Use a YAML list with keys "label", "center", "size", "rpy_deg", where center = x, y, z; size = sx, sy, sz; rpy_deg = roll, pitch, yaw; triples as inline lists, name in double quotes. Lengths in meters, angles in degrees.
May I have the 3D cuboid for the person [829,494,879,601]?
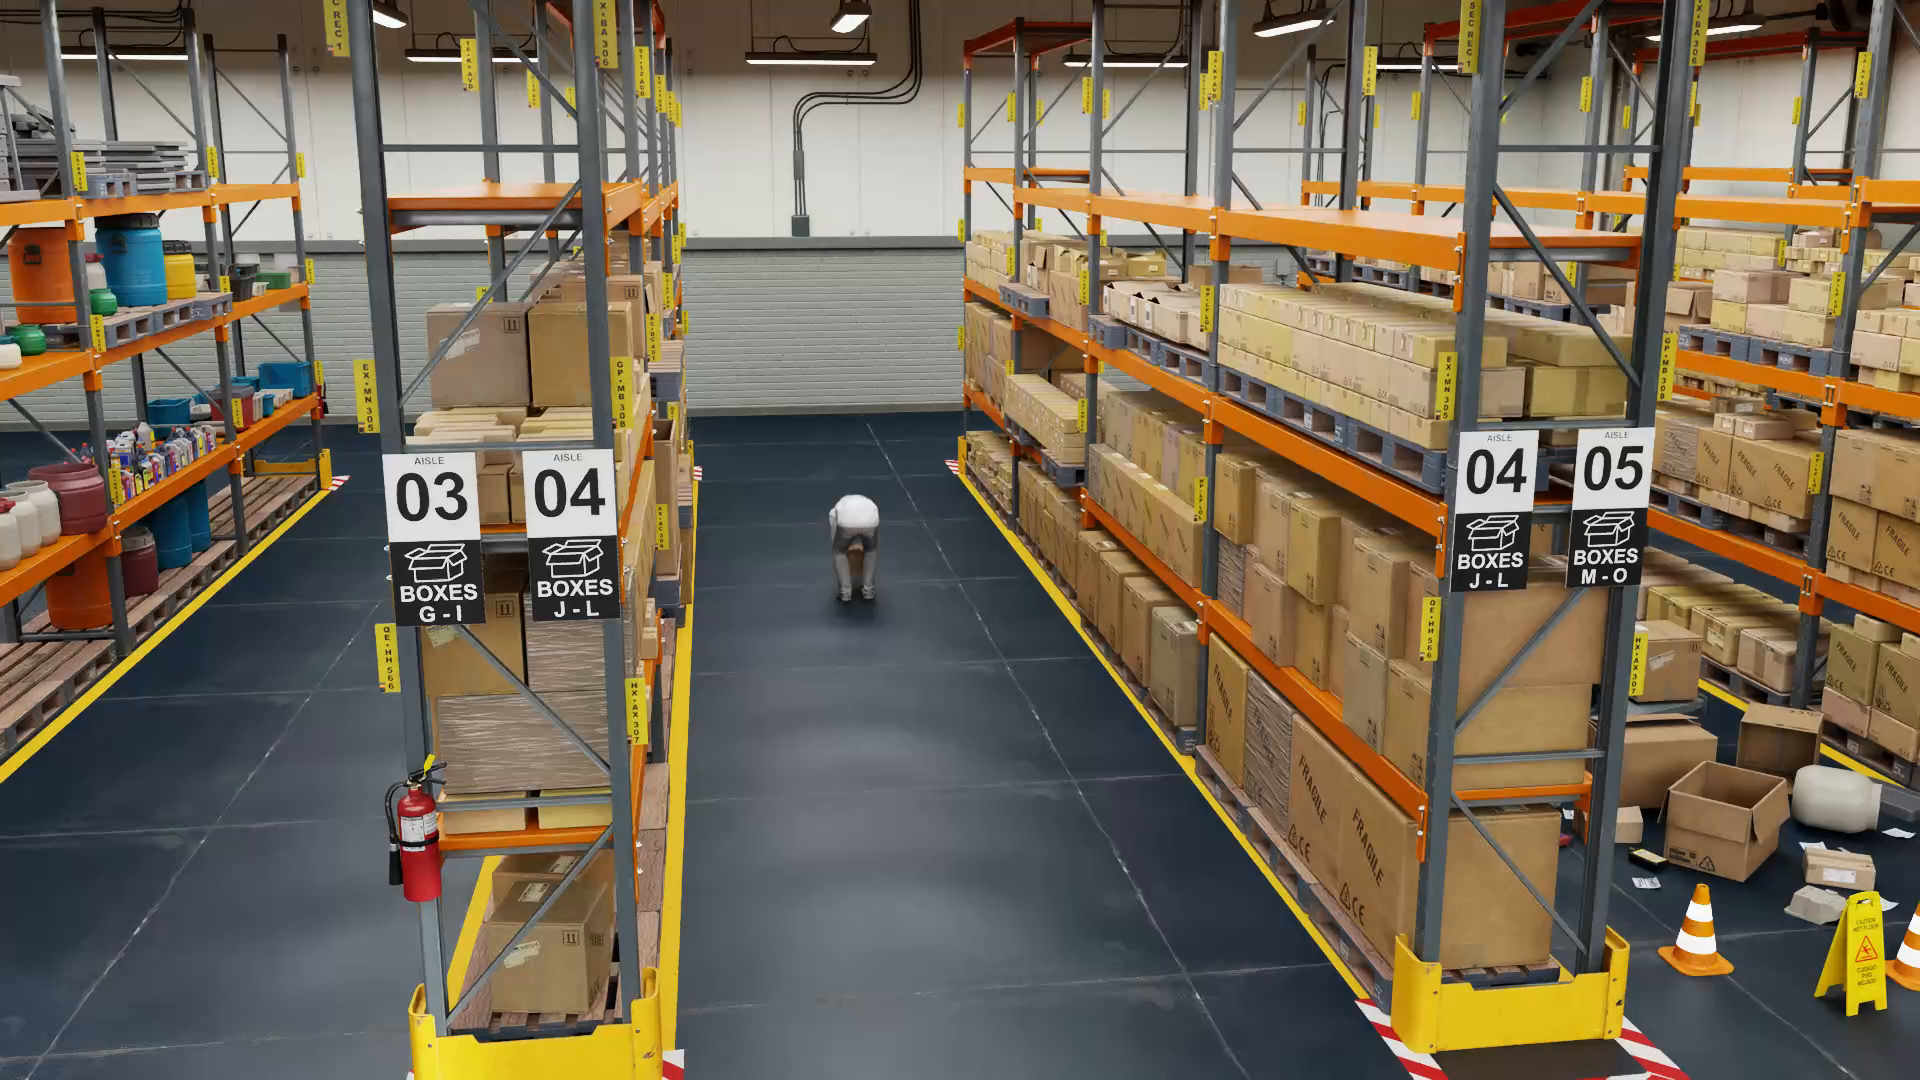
- label: "person"
  center: [-1.112, 0.039, 17.328]
  size: [0.483, 1.053, 0.982]
  rpy_deg: [-3, 13, -11]
